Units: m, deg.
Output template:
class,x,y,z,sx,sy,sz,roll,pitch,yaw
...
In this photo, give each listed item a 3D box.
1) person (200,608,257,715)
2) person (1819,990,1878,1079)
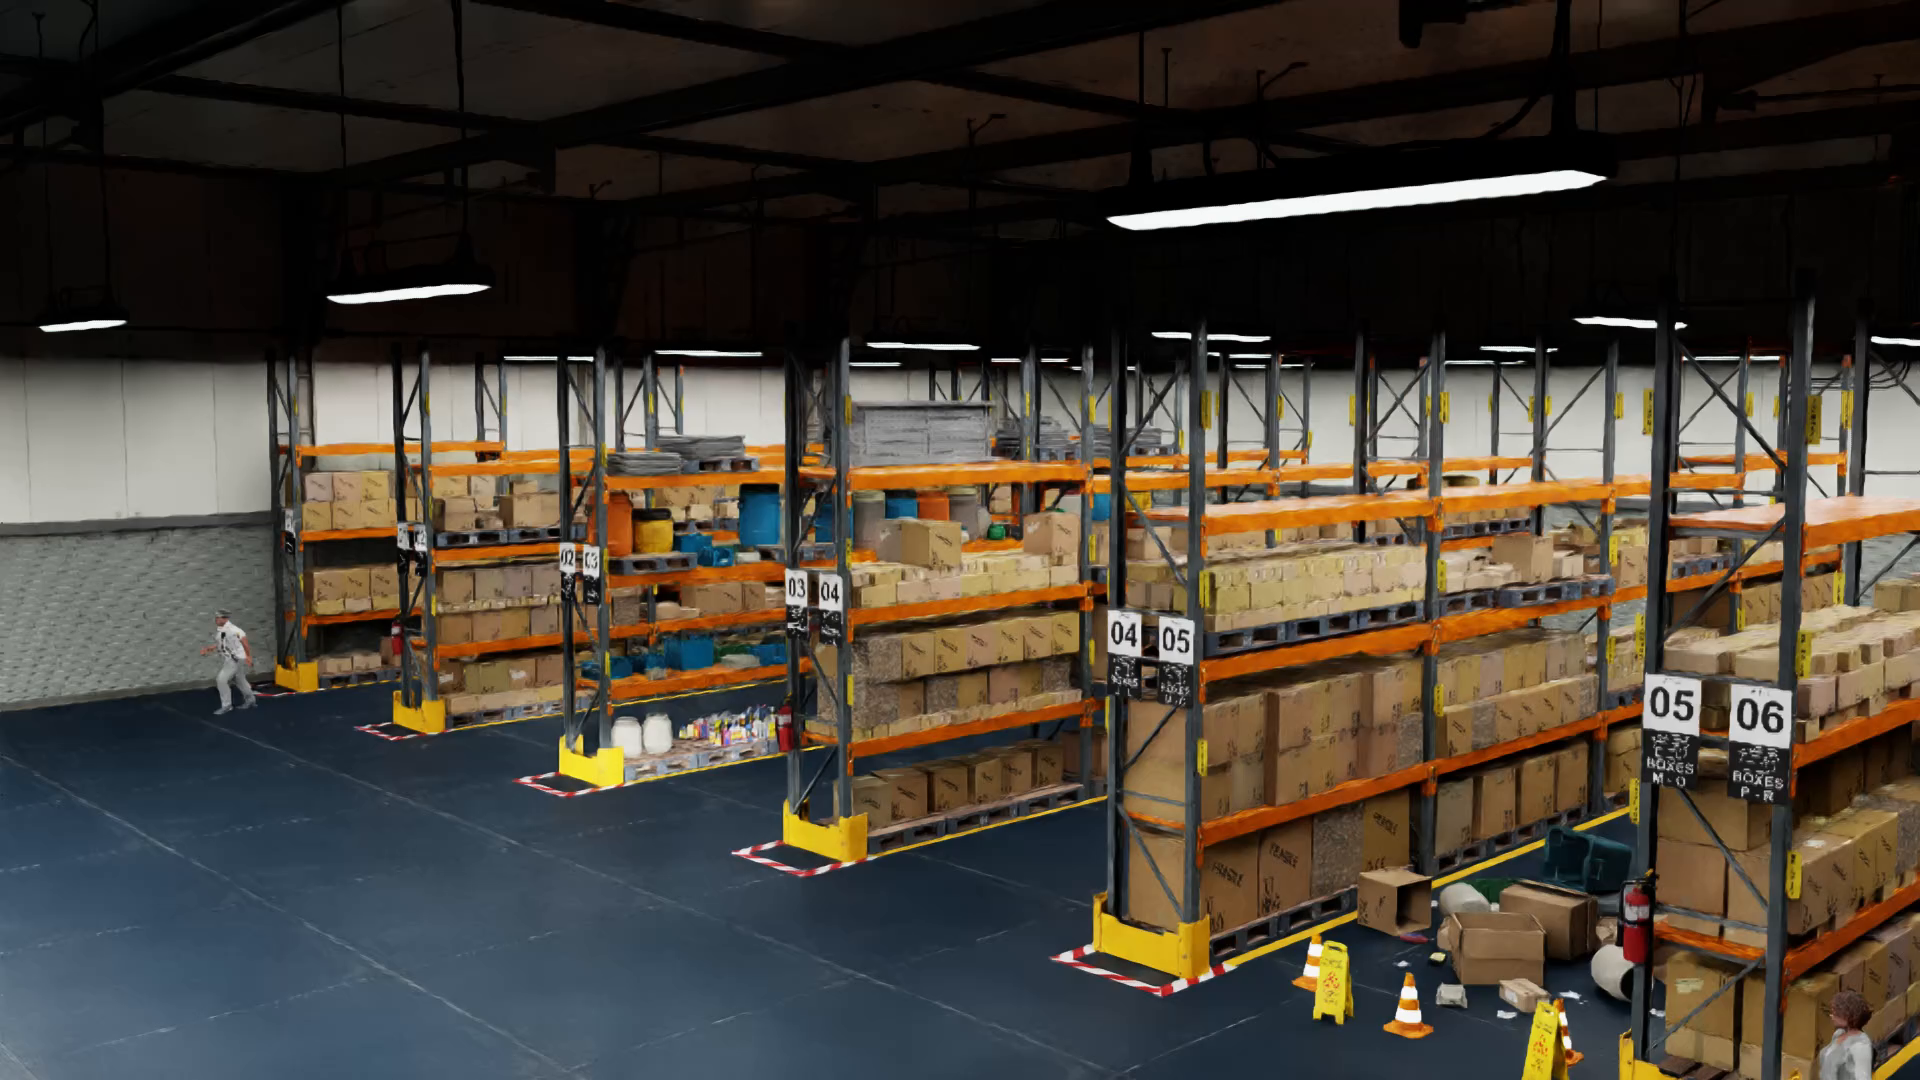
class,x,y,z,sx,sy,sz,roll,pitch,yaw
person,-11.974,1.962,27.283,0.837,1.702,0.695,-4,6,-39
person,5.455,3.515,10.035,0.623,1.583,0.523,1,5,9
